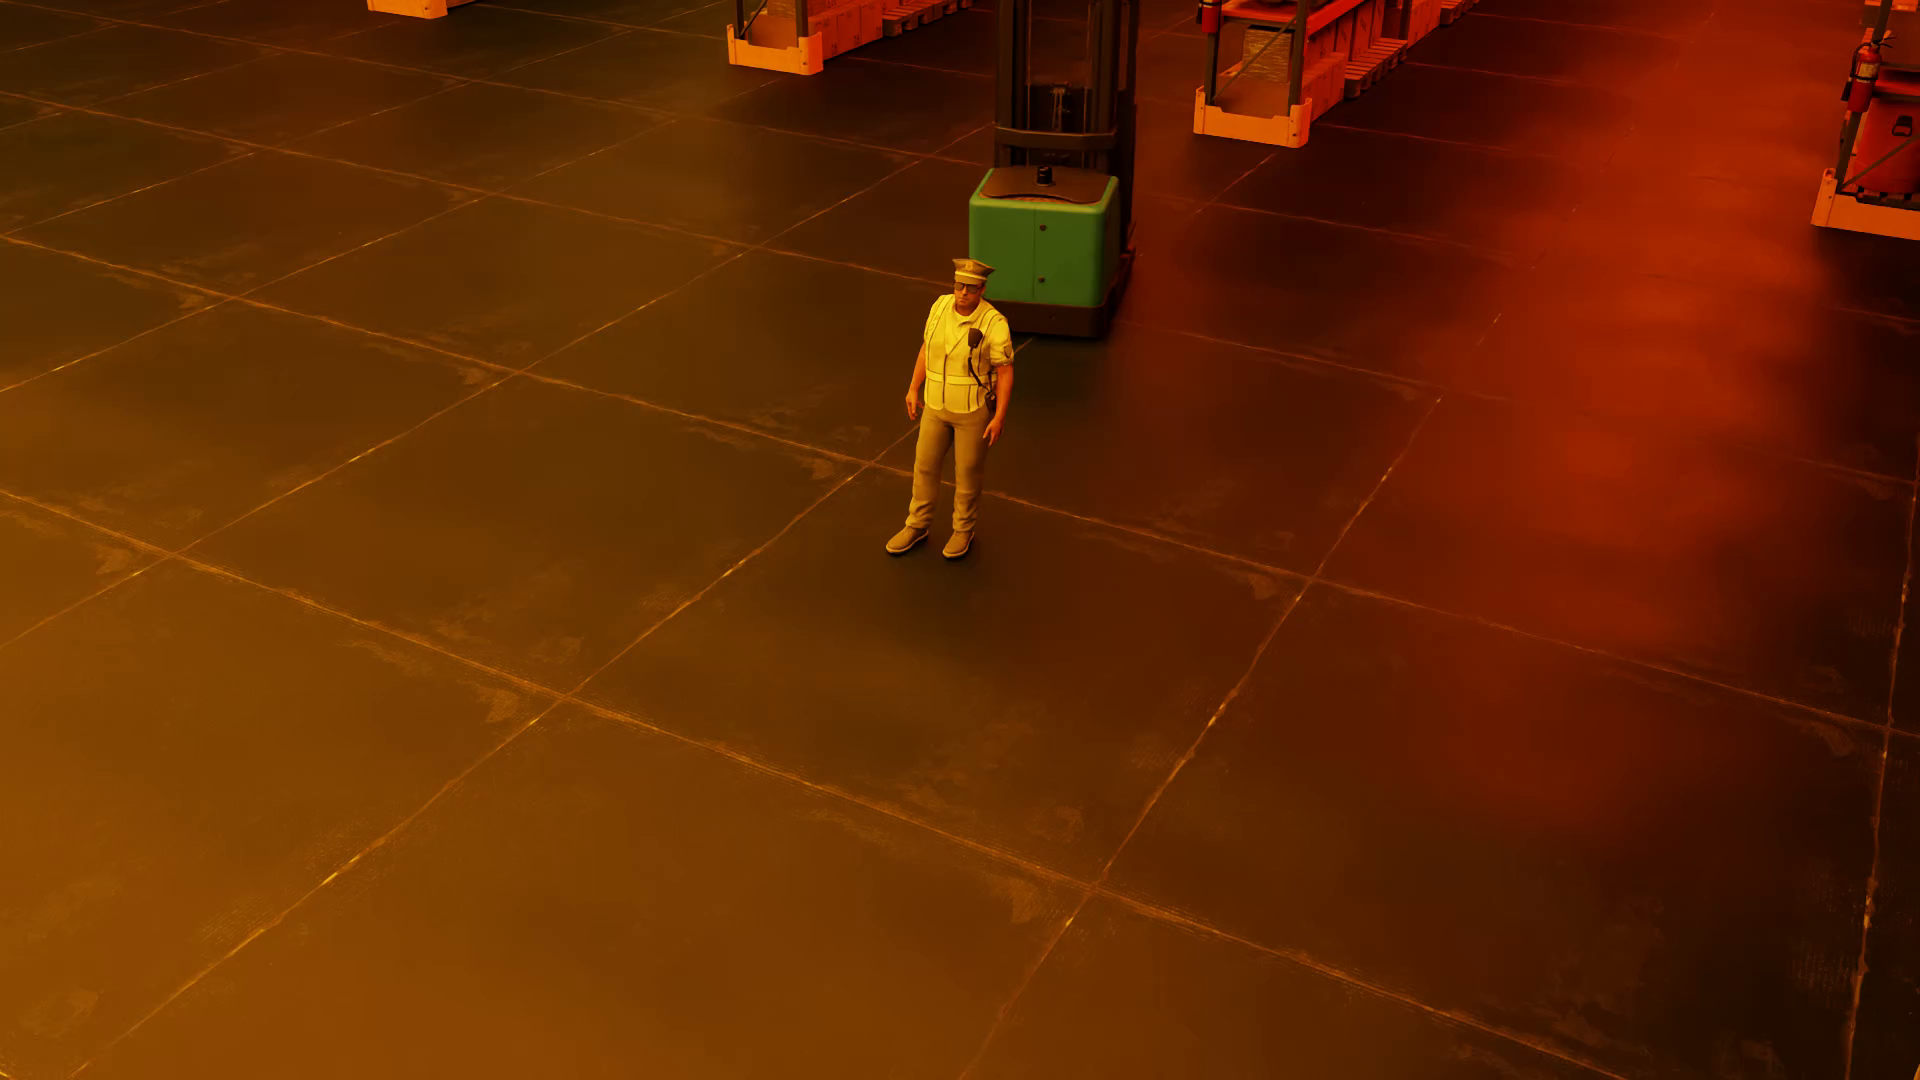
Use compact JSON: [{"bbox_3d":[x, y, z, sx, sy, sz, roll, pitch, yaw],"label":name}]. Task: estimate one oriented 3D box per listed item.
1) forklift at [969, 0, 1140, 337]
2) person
[{"bbox_3d":[0.864,-3.513,13.158,1.130,2.935,3.031,6,31,11],"label":"forklift"},{"bbox_3d":[-0.048,-0.747,9.500,0.640,1.781,0.575,15,33,25],"label":"person"}]
